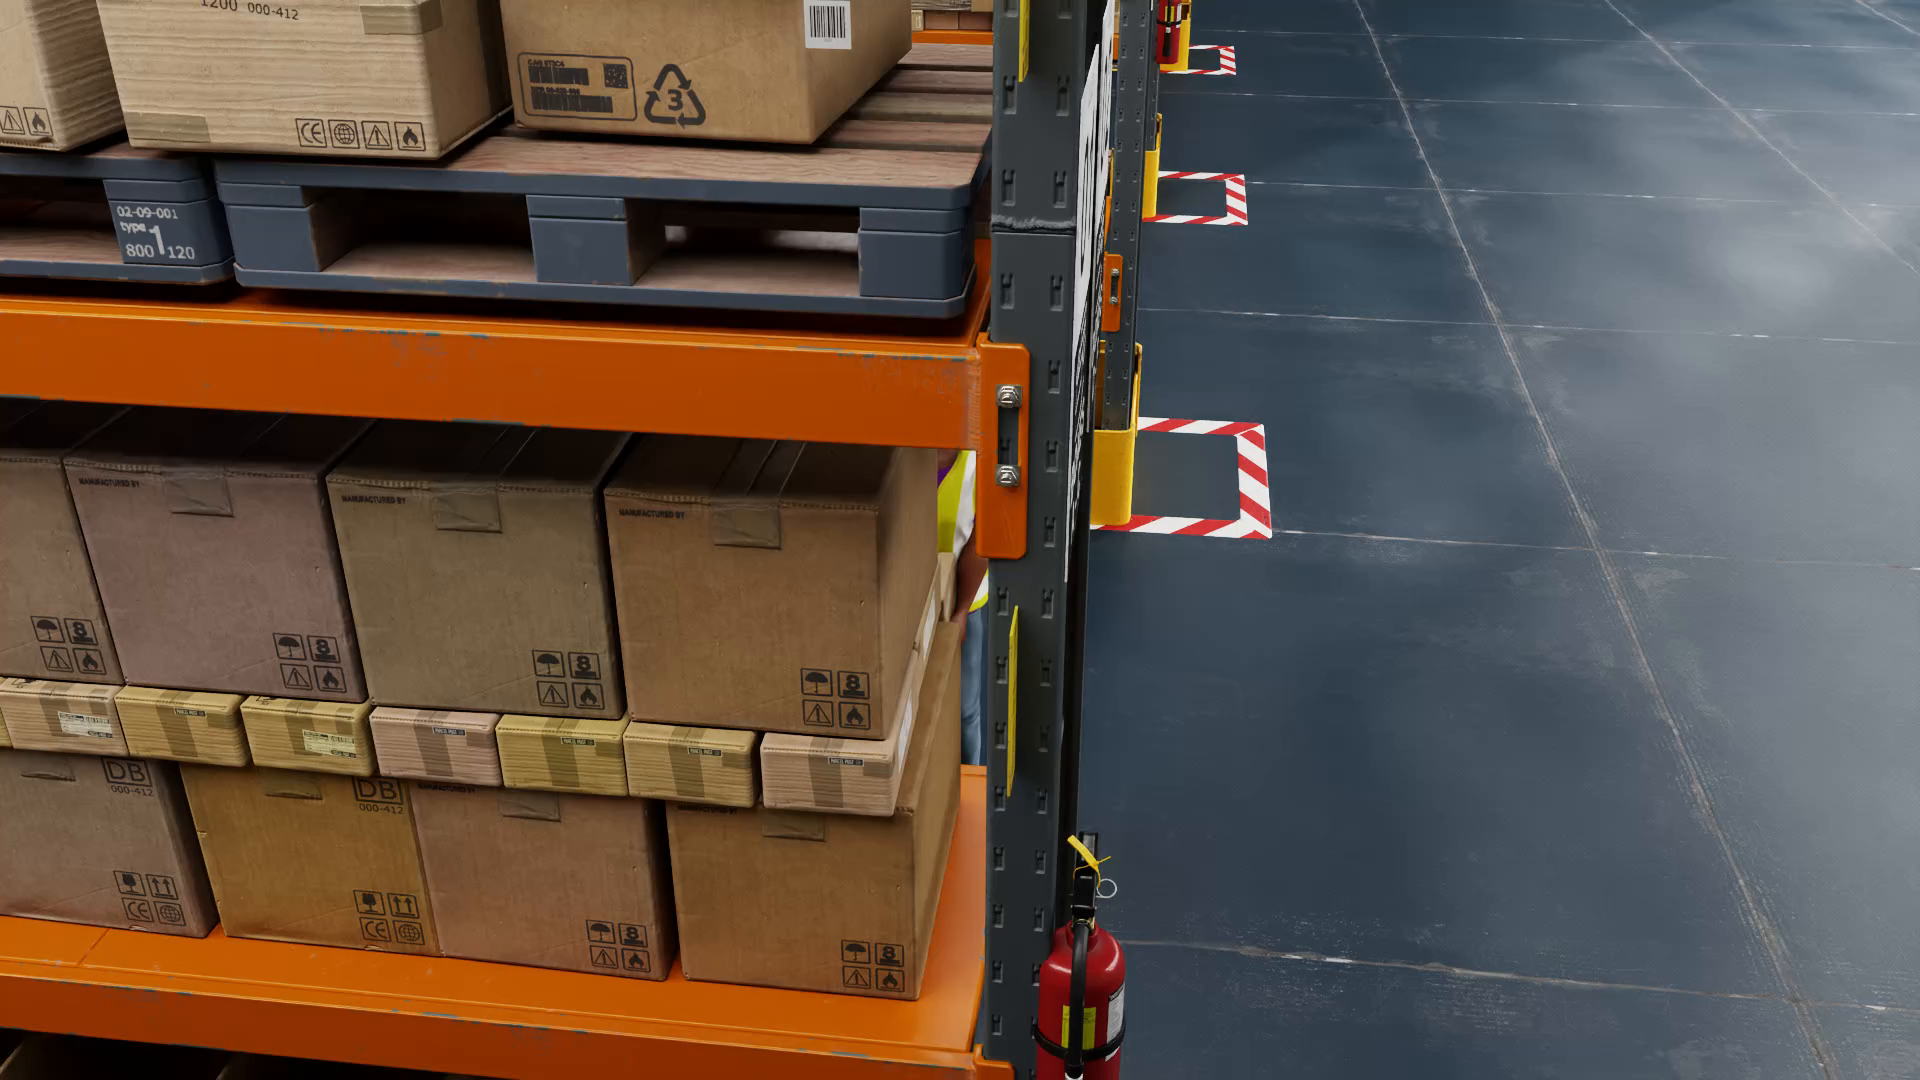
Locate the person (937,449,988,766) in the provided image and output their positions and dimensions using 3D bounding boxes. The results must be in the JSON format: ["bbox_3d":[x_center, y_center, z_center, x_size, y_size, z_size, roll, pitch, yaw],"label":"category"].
[{"bbox_3d":[-0.113,0.254,5.631,0.503,1.760,0.577,4,28,7],"label":"person"}]
